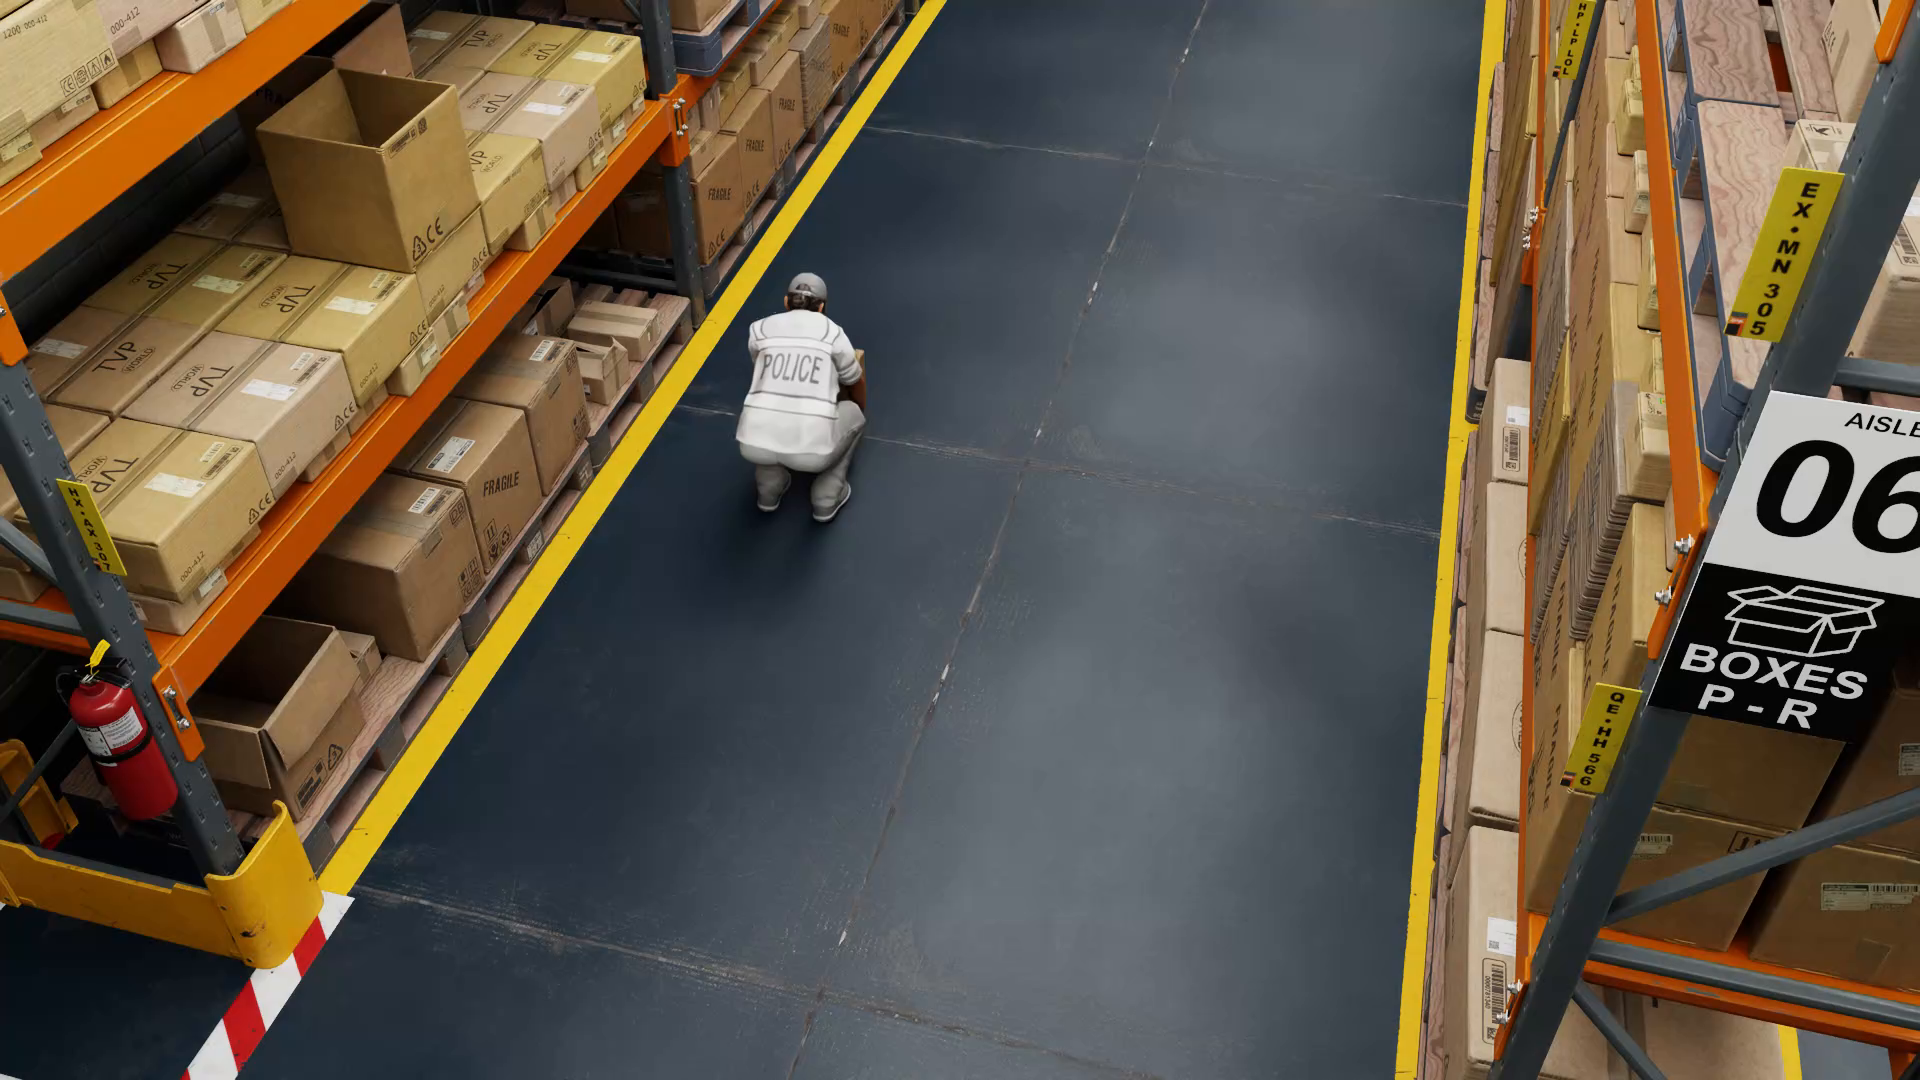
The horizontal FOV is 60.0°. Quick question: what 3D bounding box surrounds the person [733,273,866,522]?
[{"bbox_3d":[-0.706,-0.611,7.402,0.517,0.950,0.853,10,42,11],"label":"person"}]
